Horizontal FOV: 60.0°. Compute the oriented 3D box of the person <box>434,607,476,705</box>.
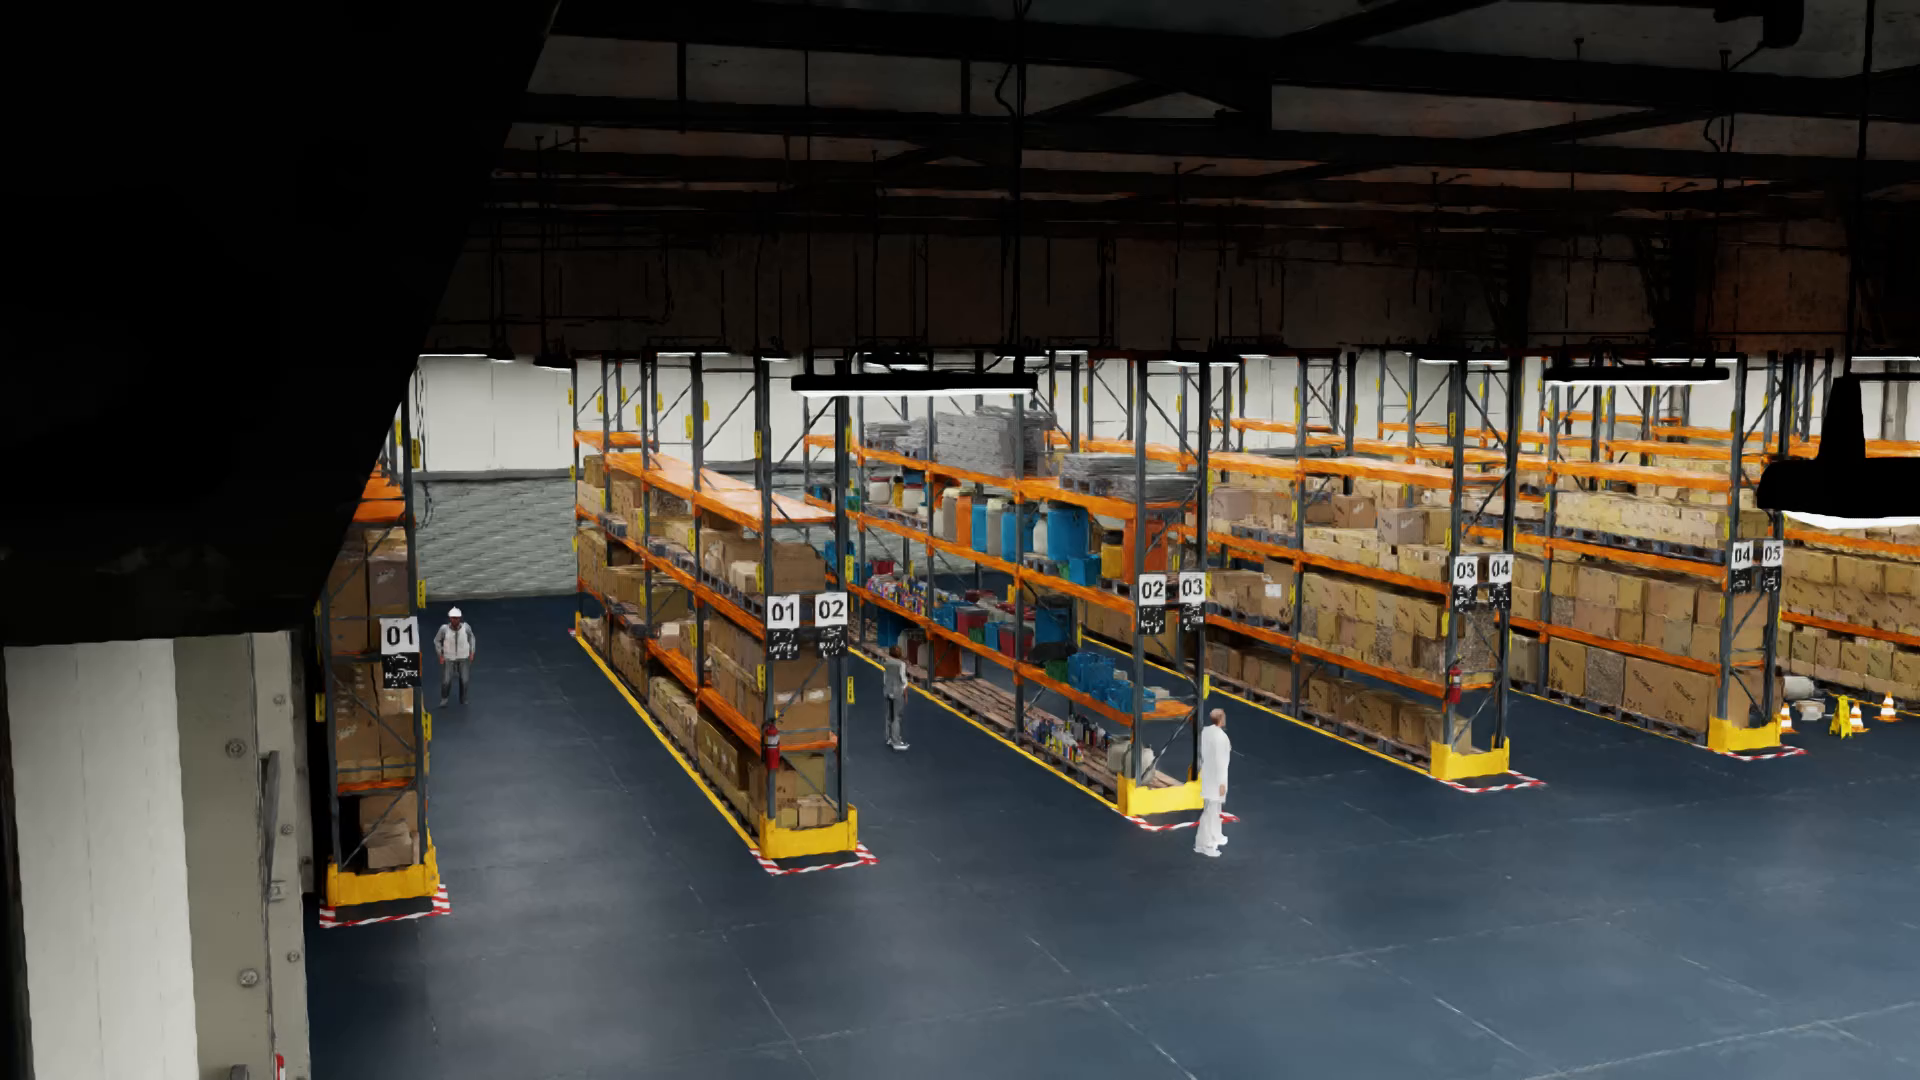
[{"bbox_3d":[-8.569,1.977,28.248,0.677,1.725,0.574,-3,8,-23],"label":"person"}]

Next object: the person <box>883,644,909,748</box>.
[{"bbox_3d":[-0.973,2.371,25.440,0.468,1.600,0.406,6,9,39],"label":"person"}]

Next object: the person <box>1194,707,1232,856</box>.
[{"bbox_3d":[3.113,2.925,20.308,0.543,1.778,0.684,-1,7,-9],"label":"person"}]
